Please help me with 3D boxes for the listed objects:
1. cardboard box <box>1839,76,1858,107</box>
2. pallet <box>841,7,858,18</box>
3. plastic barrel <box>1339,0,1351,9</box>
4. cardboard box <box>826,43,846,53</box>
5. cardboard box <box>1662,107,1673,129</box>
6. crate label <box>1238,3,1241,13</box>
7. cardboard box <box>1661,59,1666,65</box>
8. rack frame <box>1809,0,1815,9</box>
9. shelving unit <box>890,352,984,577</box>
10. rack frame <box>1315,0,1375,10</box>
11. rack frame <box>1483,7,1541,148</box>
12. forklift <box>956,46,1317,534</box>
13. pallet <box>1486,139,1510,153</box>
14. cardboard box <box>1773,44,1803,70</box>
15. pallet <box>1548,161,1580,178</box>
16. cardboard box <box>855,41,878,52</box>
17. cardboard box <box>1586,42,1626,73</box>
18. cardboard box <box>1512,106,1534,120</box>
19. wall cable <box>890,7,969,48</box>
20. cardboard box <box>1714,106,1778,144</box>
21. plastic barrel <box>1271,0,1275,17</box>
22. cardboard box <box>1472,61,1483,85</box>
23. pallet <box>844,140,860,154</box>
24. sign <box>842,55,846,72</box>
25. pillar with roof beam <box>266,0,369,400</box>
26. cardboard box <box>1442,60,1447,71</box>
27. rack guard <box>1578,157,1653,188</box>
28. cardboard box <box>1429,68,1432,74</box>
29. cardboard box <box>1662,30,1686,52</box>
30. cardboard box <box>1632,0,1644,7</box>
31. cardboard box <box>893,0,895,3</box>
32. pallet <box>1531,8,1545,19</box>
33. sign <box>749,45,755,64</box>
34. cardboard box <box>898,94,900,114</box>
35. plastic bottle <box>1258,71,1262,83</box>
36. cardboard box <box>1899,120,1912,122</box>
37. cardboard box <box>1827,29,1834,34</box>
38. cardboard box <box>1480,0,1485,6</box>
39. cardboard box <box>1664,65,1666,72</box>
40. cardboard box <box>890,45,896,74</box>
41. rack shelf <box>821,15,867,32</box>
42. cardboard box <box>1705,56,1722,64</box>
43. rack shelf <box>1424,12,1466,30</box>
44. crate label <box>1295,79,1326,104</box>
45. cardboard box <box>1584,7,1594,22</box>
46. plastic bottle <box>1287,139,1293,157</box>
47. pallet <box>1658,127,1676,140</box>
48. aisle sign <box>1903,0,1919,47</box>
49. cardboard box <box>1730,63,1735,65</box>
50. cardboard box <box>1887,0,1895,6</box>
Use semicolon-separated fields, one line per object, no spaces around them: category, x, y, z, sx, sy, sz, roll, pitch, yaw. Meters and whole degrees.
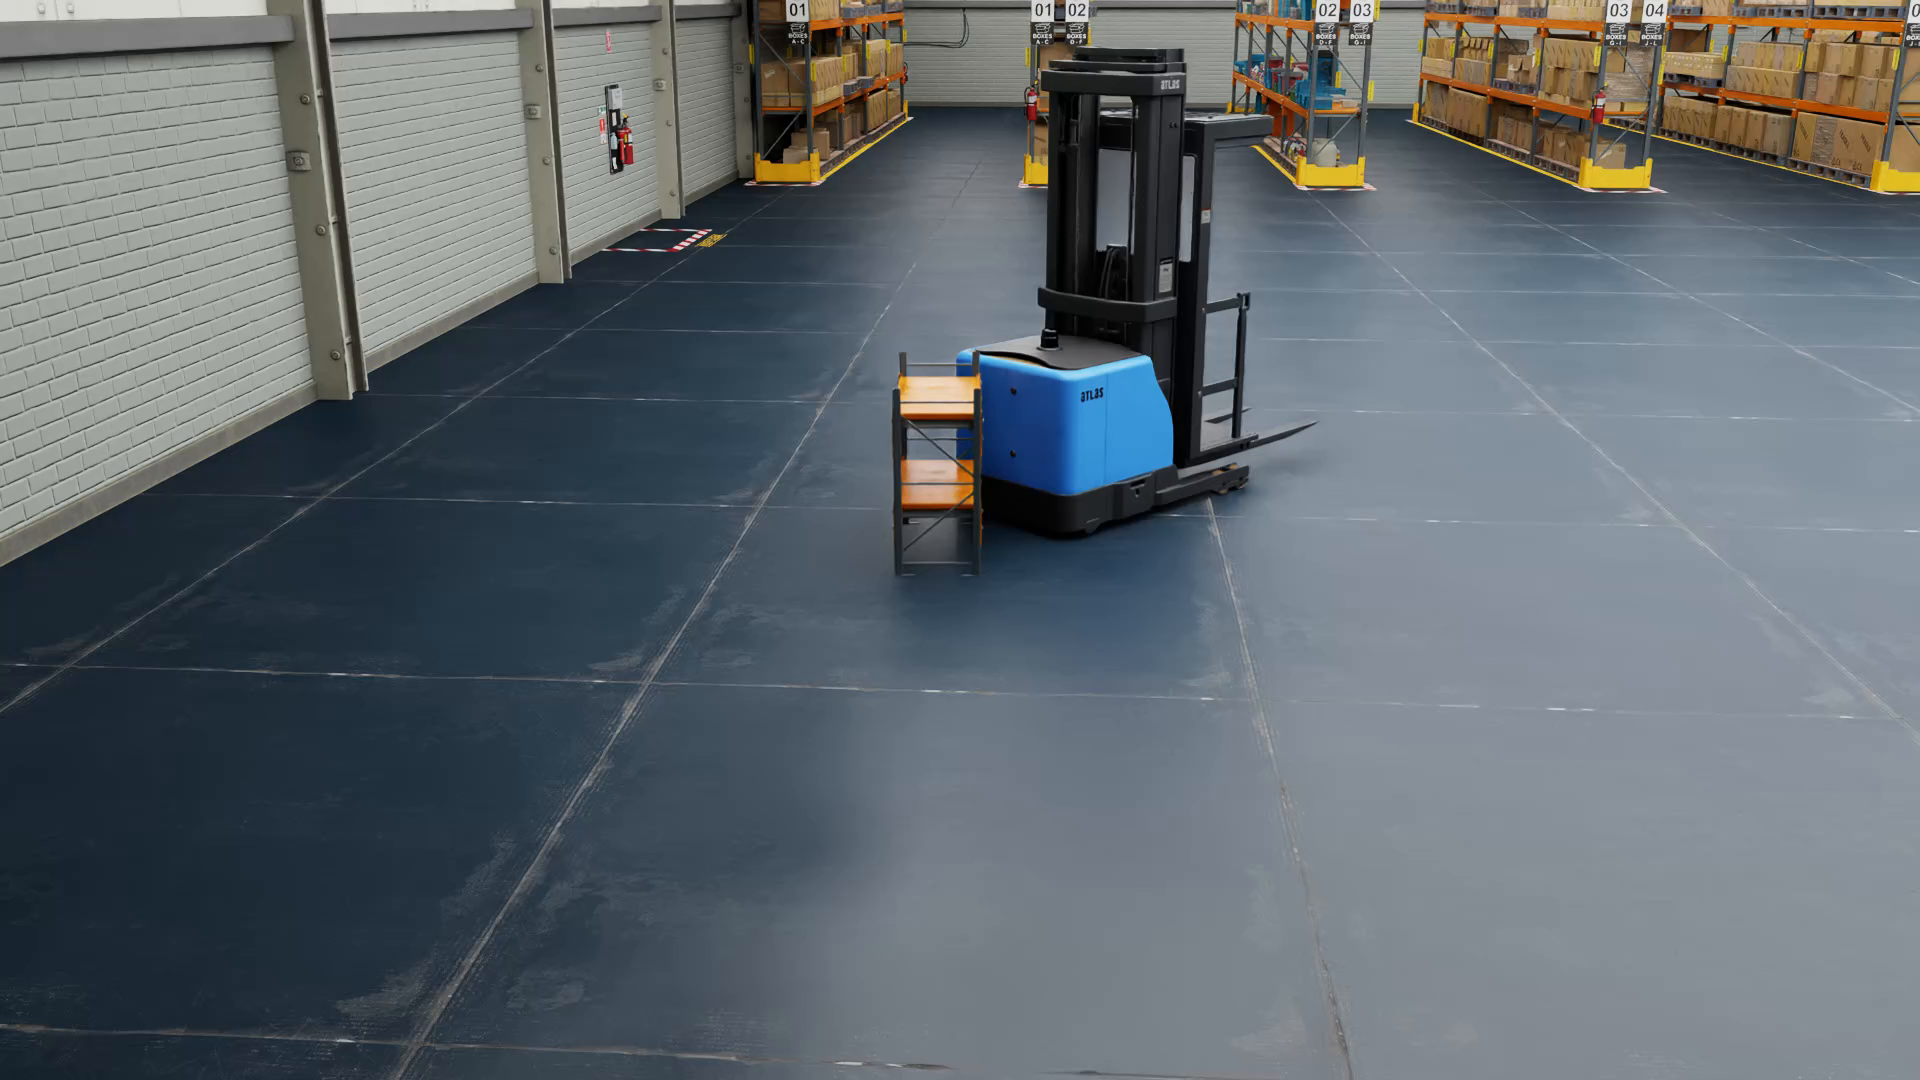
cardboard box;16.738;-8.248;30.538;0.875;0.550;0.500;1;18;4
pallet;-2.748;-10.795;34.033;1.213;0.211;1.003;1;18;4
plastic barrel;6.605;-9.788;29.297;0.600;0.830;0.708;1;18;4
cardboard box;-2.838;-11.213;37.950;0.500;0.250;0.500;2;18;5
cardboard box;17.119;-10.068;39.672;0.500;0.500;0.500;2;18;6
crate label;7.455;-13.850;43.296;0.408;0.251;0.502;1;18;4
cardboard box;16.950;-11.389;39.615;0.380;0.149;0.250;2;18;5
rack frame;16.863;-11.646;31.513;1.000;3.000;0.127;1;18;4
shelving unit;-0.129;-0.480;10.081;0.538;1.125;1.048;0;18;0
rack frame;6.697;-10.656;28.493;1.000;3.000;0.127;1;18;4
rack frame;12.210;-10.180;36.672;1.000;3.000;0.127;1;18;4
forklift;1.359;-1.805;11.225;3.031;2.935;1.130;-17;25;-42
pallet;12.153;-8.612;36.366;1.003;0.211;1.213;1;18;4
cardboard box;16.965;-9.789;33.714;0.700;0.500;0.500;1;18;4
pallet;11.826;-7.023;31.517;1.003;0.211;1.213;1;18;4
cardboard box;-2.222;-11.682;39.384;0.500;0.250;0.500;1;18;3
cardboard box;11.430;-8.535;29.410;0.500;0.500;0.500;1;18;4
cardboard box;12.164;-9.183;35.736;0.500;0.250;0.500;3;18;10
wall cable;-1.276;-16.120;50.153;3.097;2.526;0.112;1;18;4
cardboard box;17.017;-8.981;35.953;1.050;0.750;0.750;1;18;3
plastic barrel;6.995;-11.704;35.701;0.600;0.901;0.600;0;18;0
cardboard box;12.074;-10.702;38.106;0.500;0.500;0.500;1;18;2
pallet;-2.759;-8.566;36.225;1.003;0.211;1.213;1;18;4
sign;-2.356;-9.671;33.729;0.100;0.325;0.005;1;18;4
pillar with roof beam;-0.994;-5.428;12.536;9.100;9.000;0.400;1;18;4
cardboard box;12.302;-11.796;41.368;0.500;0.250;0.500;2;18;6
rack guard;11.642;-6.531;29.551;1.175;0.500;0.348;1;18;4
cardboard box;12.357;-12.123;43.006;0.380;0.149;0.250;1;18;3
cardboard box;17.201;-12.096;40.276;0.500;0.500;0.500;1;18;2
cardboard box;11.887;-9.319;28.829;0.380;0.149;0.250;1;18;4
cardboard box;-1.932;-13.881;42.557;0.500;0.250;0.500;1;18;2
pallet;12.074;-10.463;33.021;1.213;0.211;1.003;1;18;4
sign;-3.737;-8.746;29.929;0.100;0.325;0.005;1;18;4
cardboard box;-1.988;-11.788;44.921;0.700;0.500;0.500;1;18;4
plastic bottle;6.955;-10.725;38.524;0.061;0.283;0.133;1;18;4
cardboard box;22.360;-9.916;38.604;0.875;0.875;0.875;2;18;6
cardboard box;22.285;-12.927;42.248;0.380;0.149;0.250;1;18;2
cardboard box;12.335;-12.489;38.062;0.797;0.503;0.637;1;18;3
cardboard box;16.950;-11.248;39.662;0.380;0.149;0.250;0;18;1
cardboard box;-2.169;-12.517;43.324;0.980;0.700;0.700;0;18;1
rack shelf;-2.755;-10.974;35.434;1.077;0.370;4.000;1;18;4
cardboard box;16.748;-10.641;36.853;0.380;0.149;0.250;1;18;3
rack shelf;12.640;-13.127;42.004;1.077;0.370;4.000;1;18;4
crate label;6.559;-8.400;31.185;0.502;0.435;0.616;1;18;4
cardboard box;11.451;-9.360;29.594;0.500;0.250;0.500;1;18;4
plastic bottle;6.498;-7.698;32.647;0.144;0.351;0.185;1;18;2
pallet;17.383;-9.713;39.726;1.003;0.211;1.213;1;18;4
aisle sign;16.272;-8.773;28.204;0.394;0.787;0.004;1;18;4
cardboard box;17.418;-10.572;37.121;0.380;0.149;0.250;1;18;2
cardboard box;16.281;-9.295;28.724;0.380;0.149;0.250;1;18;4
